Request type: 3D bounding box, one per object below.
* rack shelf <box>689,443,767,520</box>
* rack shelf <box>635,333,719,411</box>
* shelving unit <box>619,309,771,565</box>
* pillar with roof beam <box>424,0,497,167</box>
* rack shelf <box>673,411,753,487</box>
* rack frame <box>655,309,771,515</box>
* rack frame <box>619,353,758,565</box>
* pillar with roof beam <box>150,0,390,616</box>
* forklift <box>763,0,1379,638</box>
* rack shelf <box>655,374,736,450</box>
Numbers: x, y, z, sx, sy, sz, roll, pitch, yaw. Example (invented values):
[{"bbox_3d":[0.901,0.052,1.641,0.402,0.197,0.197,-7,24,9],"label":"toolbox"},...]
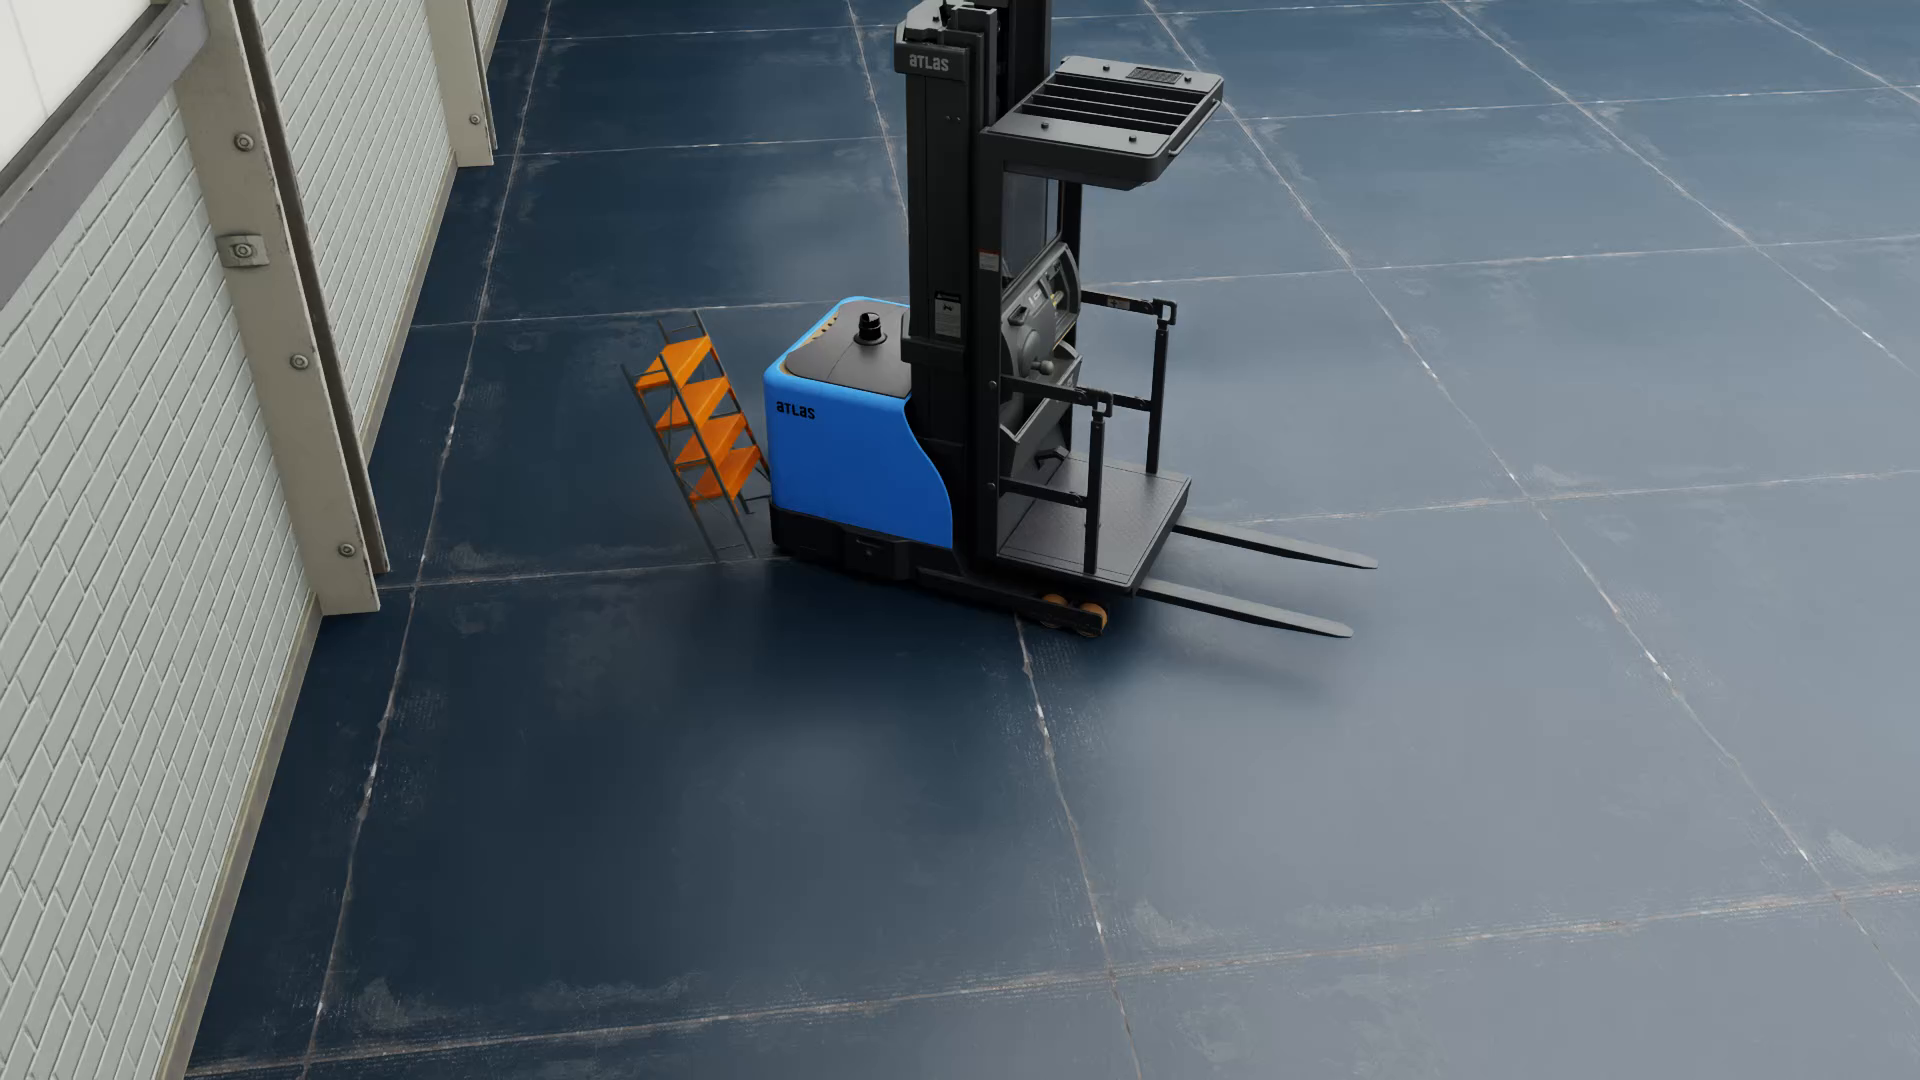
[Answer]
[{"bbox_3d":[-1.215,-0.303,8.679,0.258,0.148,0.480,-10,30,21],"label":"rack shelf"},{"bbox_3d":[-1.430,-0.843,8.369,0.258,0.148,0.480,-10,30,21],"label":"rack shelf"},{"bbox_3d":[-1.302,-0.521,8.554,0.258,1.200,0.503,-10,30,21],"label":"shelving unit"},{"bbox_3d":[0.359,-7.135,11.357,9.100,9.000,0.400,-4,35,-6],"label":"pillar with roof beam"},{"bbox_3d":[-1.280,-0.466,8.586,0.258,0.148,0.480,-10,30,21],"label":"rack shelf"},{"bbox_3d":[-1.250,-0.655,8.751,0.240,1.200,0.015,-10,30,21],"label":"rack frame"},{"bbox_3d":[-1.354,-0.387,8.357,0.240,1.200,0.015,-10,30,21],"label":"rack frame"},{"bbox_3d":[1.165,-3.787,6.444,9.100,9.000,0.400,-4,35,-6],"label":"pillar with roof beam"},{"bbox_3d":[0.574,-1.075,7.853,3.031,2.935,1.130,13,36,19],"label":"forklift"},{"bbox_3d":[-1.353,-0.649,8.481,0.258,0.148,0.480,-10,30,21],"label":"rack shelf"}]
